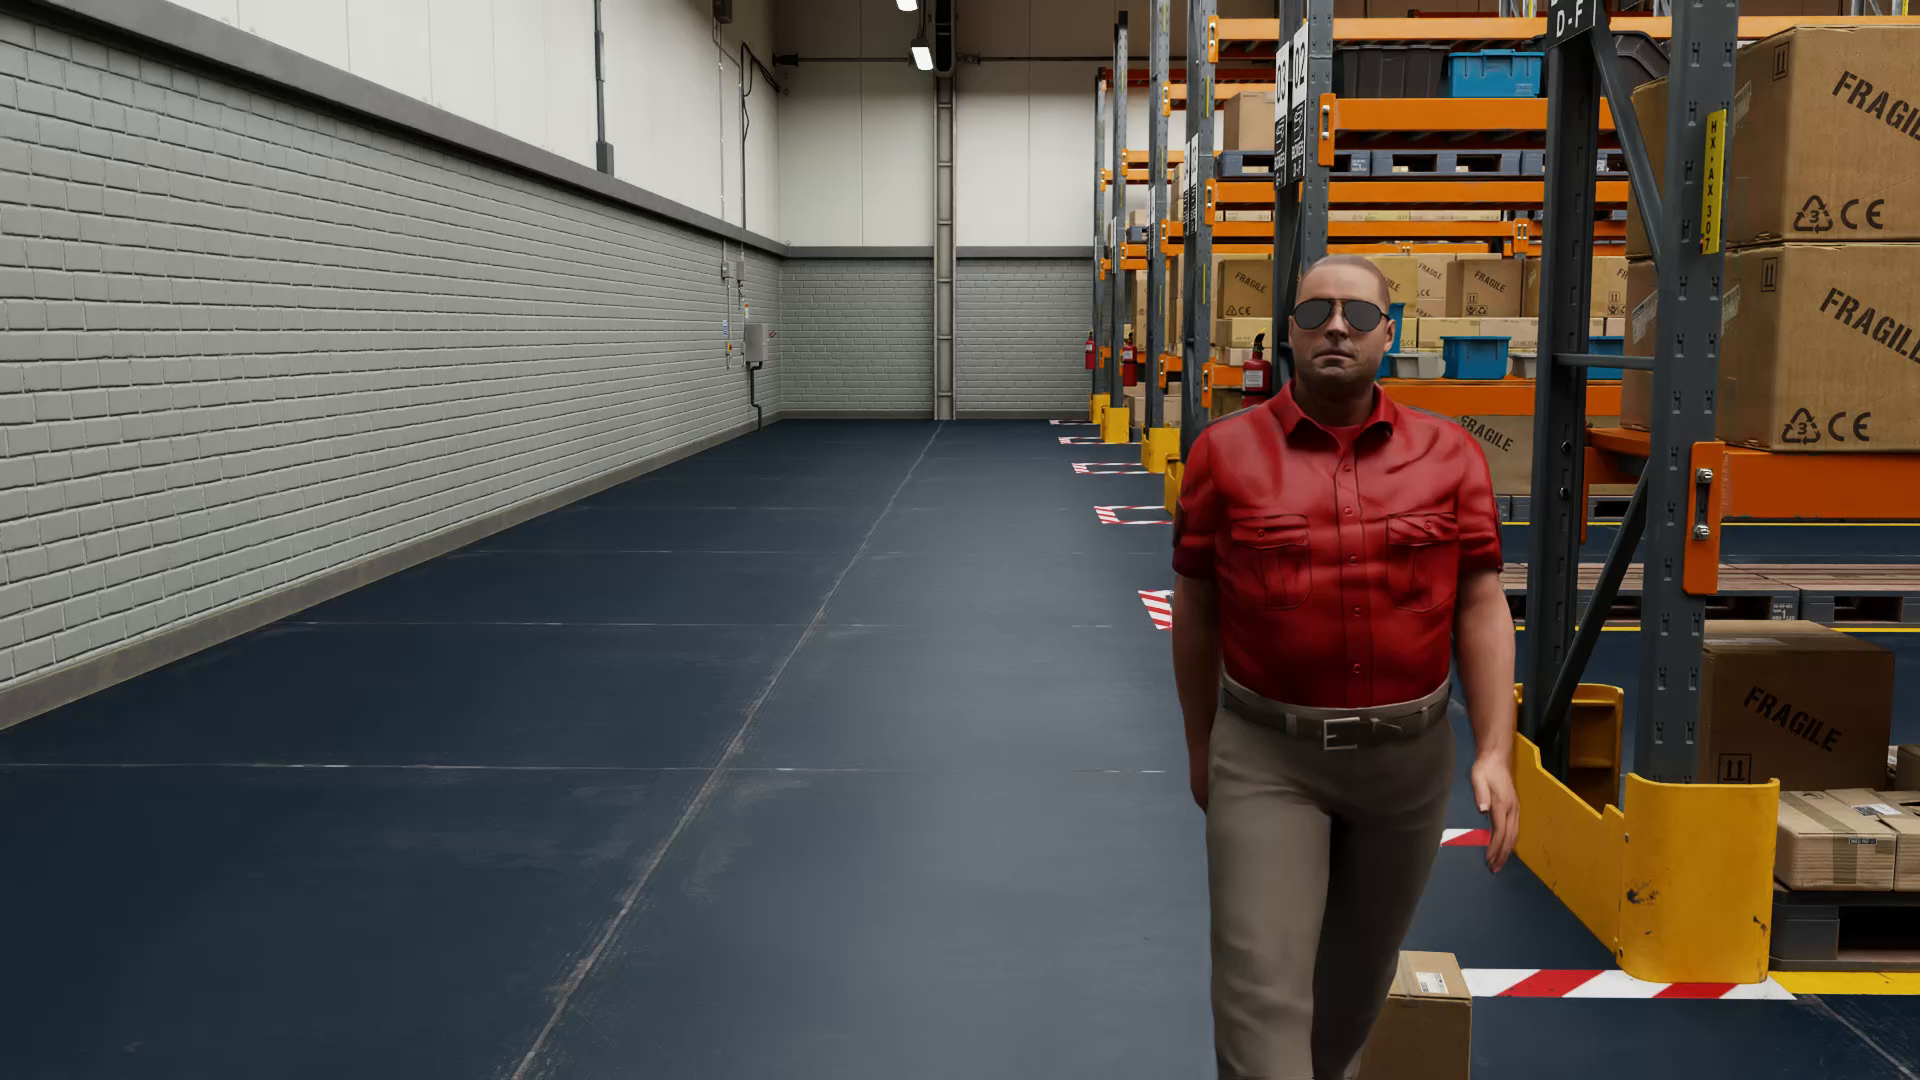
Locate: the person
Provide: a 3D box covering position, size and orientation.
[{"bbox_3d":[0.634,0.336,2.769,0.538,1.611,0.764,0,7,1],"label":"person"}]
